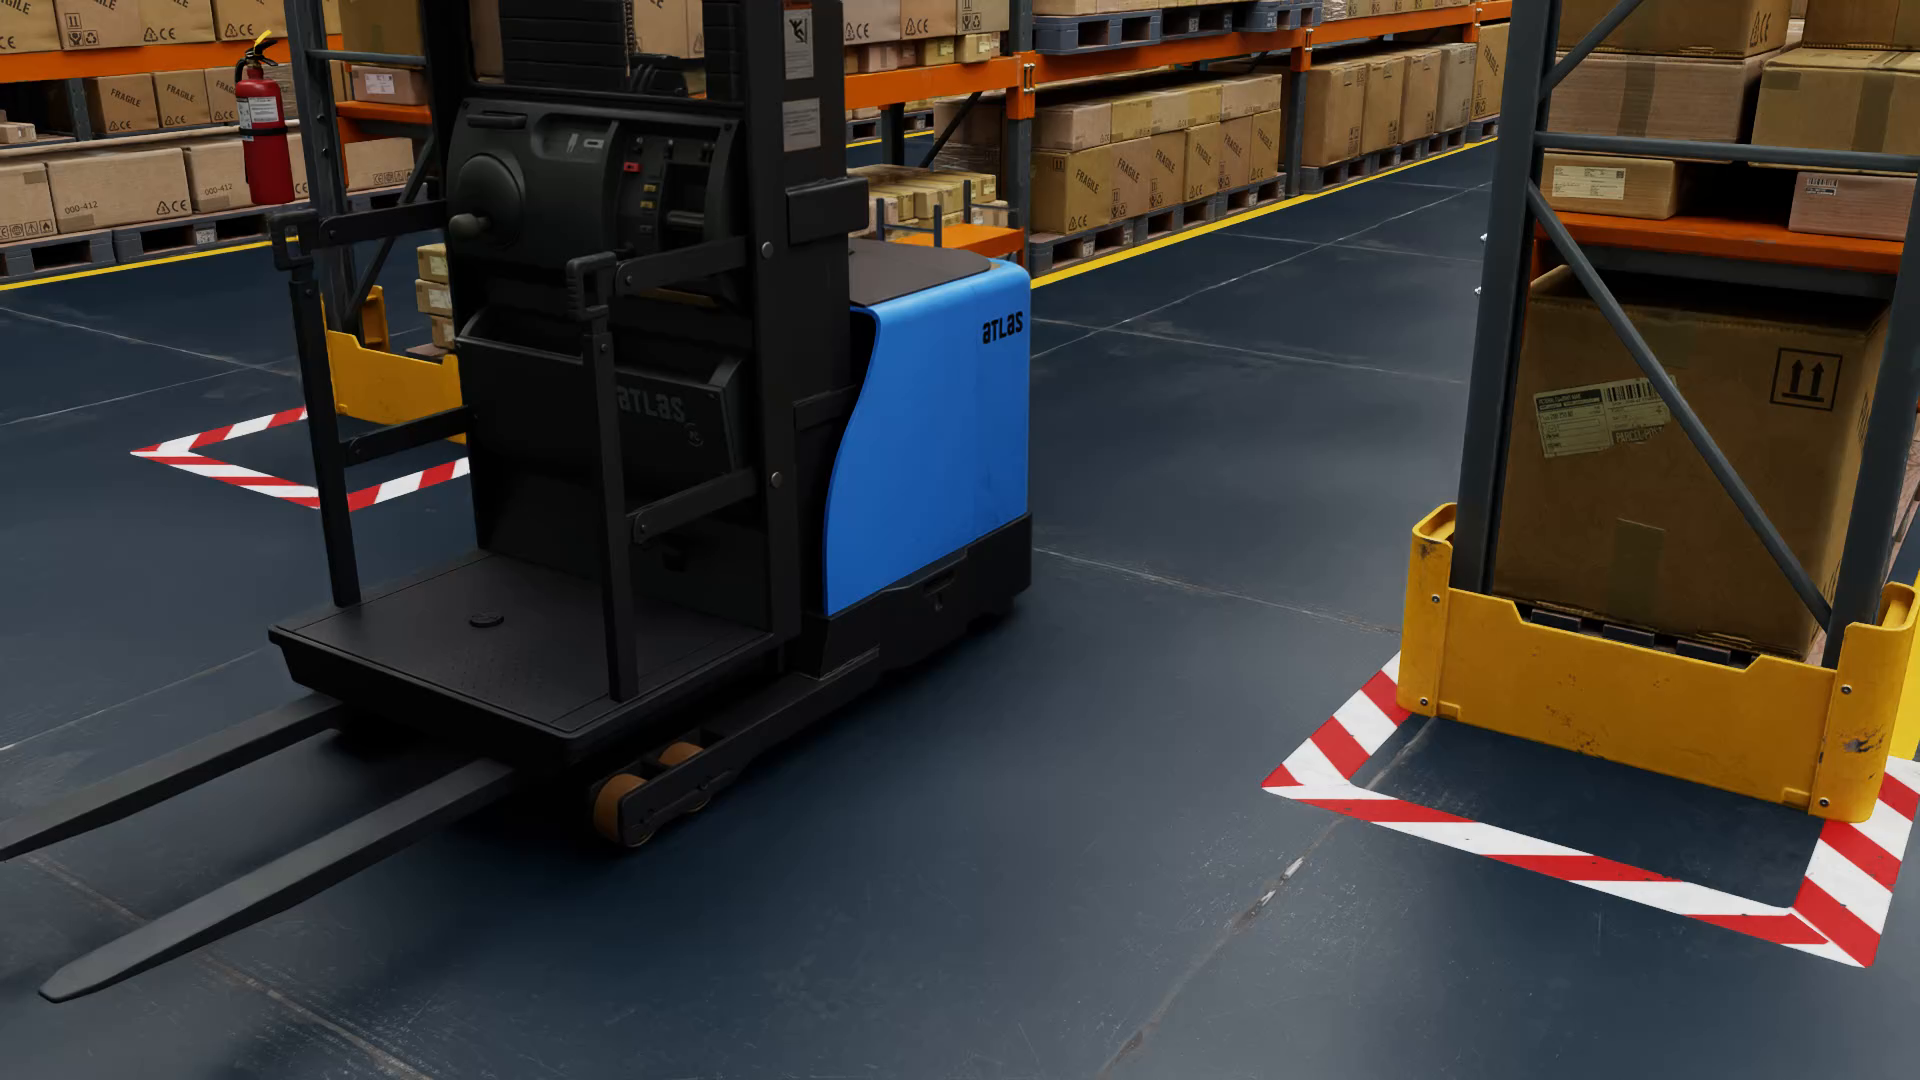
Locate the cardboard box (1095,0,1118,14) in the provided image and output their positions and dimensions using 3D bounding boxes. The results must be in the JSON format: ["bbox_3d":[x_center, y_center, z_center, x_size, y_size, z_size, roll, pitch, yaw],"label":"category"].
[{"bbox_3d":[0.719,-3.222,9.909,0.380,0.149,0.250,14,24,33],"label":"cardboard box"}]

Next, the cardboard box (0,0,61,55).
[{"bbox_3d":[-5.665,-3.107,9.697,0.500,0.500,0.500,13,24,31],"label":"cardboard box"}]

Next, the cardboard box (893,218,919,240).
[{"bbox_3d":[-0.448,-1.673,9.039,0.380,0.149,0.250,14,24,32],"label":"cardboard box"}]

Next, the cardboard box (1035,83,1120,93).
[{"bbox_3d":[0.761,-2.978,11.408,0.500,0.250,0.500,12,23,29],"label":"cardboard box"}]

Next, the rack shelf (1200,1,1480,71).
[{"bbox_3d":[3.339,-4.423,14.436,1.077,0.370,4.000,13,24,32],"label":"rack shelf"}]

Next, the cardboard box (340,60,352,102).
[{"bbox_3d":[-6.393,-4.810,17.442,0.500,0.500,0.500,13,24,31],"label":"cardboard box"}]

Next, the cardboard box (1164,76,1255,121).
[{"bbox_3d":[1.772,-3.169,11.925,0.500,0.250,0.500,14,24,33],"label":"cardboard box"}]

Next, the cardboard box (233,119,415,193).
[{"bbox_3d":[-4.626,-2.812,12.130,0.875,0.438,0.875,13,24,31],"label":"cardboard box"}]

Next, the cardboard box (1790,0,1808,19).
[{"bbox_3d":[2.959,-2.086,5.788,0.500,0.500,0.500,12,24,30],"label":"cardboard box"}]

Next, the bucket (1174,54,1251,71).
[{"bbox_3d":[2.633,-5.001,17.488,0.620,0.611,0.726,-24,30,-29],"label":"bucket"}]

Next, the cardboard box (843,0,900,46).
[{"bbox_3d":[-0.646,-2.740,8.277,0.500,0.500,0.500,13,24,32],"label":"cardboard box"}]

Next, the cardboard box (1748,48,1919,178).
[{"bbox_3d":[2.256,-1.049,4.066,0.500,0.250,0.500,13,24,30],"label":"cardboard box"}]

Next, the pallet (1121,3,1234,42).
[{"bbox_3d":[1.136,-3.521,11.236,1.003,0.211,1.213,13,24,32],"label":"pallet"}]

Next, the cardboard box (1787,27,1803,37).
[{"bbox_3d":[2.387,-1.447,5.140,0.500,0.250,0.500,12,24,30],"label":"cardboard box"}]

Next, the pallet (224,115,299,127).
[{"bbox_3d":[-7.181,-4.227,16.888,1.003,0.211,1.213,13,24,32],"label":"pallet"}]

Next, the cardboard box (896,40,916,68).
[{"bbox_3d":[-0.457,-2.573,8.759,0.380,0.149,0.250,13,24,30],"label":"cardboard box"}]

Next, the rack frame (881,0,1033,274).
[{"bbox_3d":[-0.034,-3.039,9.657,1.000,3.000,0.127,13,24,32],"label":"rack frame"}]

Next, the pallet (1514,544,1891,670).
[{"bbox_3d":[2.148,0.168,5.007,1.003,0.211,1.213,13,24,32],"label":"pallet"}]

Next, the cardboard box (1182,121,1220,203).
[{"bbox_3d":[1.482,-2.668,11.653,0.500,0.500,0.500,12,23,29],"label":"cardboard box"}]

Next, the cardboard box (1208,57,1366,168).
[{"bbox_3d":[2.631,-3.486,13.502,1.050,0.750,0.750,13,24,31],"label":"cardboard box"}]

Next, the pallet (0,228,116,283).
[{"bbox_3d":[-6.048,-1.765,10.231,1.003,0.211,1.213,13,24,32],"label":"pallet"}]

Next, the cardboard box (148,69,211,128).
[{"bbox_3d":[-7.543,-4.217,15.839,0.500,0.500,0.500,13,24,31],"label":"cardboard box"}]

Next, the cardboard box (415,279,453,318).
[{"bbox_3d":[-2.222,-1.098,7.485,0.380,0.149,0.250,13,24,30],"label":"cardboard box"}]

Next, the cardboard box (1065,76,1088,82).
[{"bbox_3d":[1.158,-5.450,19.534,0.500,0.250,0.500,15,25,35],"label":"cardboard box"}]

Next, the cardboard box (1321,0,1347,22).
[{"bbox_3d":[2.690,-4.310,12.949,0.500,0.500,0.500,14,24,32],"label":"cardboard box"}]

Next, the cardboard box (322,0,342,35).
[{"bbox_3d":[-4.519,-3.691,11.275,0.500,0.500,0.500,13,24,31],"label":"cardboard box"}]

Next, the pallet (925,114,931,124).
[{"bbox_3d":[-0.124,-4.739,18.273,1.003,0.211,1.213,13,24,32],"label":"pallet"}]

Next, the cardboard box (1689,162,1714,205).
[{"bbox_3d":[1.835,-1.019,4.557,0.380,0.149,0.250,14,24,32],"label":"cardboard box"}]

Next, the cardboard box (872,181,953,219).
[{"bbox_3d":[-0.264,-1.871,9.147,0.380,0.149,0.250,13,24,31],"label":"cardboard box"}]

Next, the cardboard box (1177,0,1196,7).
[{"bbox_3d":[1.298,-3.517,10.707,0.380,0.149,0.250,13,24,31],"label":"cardboard box"}]

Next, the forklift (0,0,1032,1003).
[{"bbox_3d":[-1.020,-0.853,3.845,1.130,2.935,3.031,13,24,32],"label":"forklift"}]

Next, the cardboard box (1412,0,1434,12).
[{"bbox_3d":[3.823,-4.890,14.516,0.500,0.500,0.500,14,24,32],"label":"cardboard box"}]

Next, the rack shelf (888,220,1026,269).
[{"bbox_3d":[-0.022,-0.920,5.391,0.258,0.148,0.480,13,24,32],"label":"rack shelf"}]

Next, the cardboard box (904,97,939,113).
[{"bbox_3d":[-0.771,-4.678,17.269,0.950,0.372,0.625,14,25,34],"label":"cardboard box"}]

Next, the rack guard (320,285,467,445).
[{"bbox_3d":[-2.240,-0.741,7.047,1.175,0.500,0.348,13,24,32],"label":"rack guard"}]

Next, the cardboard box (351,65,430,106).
[{"bbox_3d":[-2.333,-1.922,7.000,0.380,0.149,0.250,13,24,32],"label":"cardboard box"}]

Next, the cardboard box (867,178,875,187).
[{"bbox_3d":[-0.704,-1.970,9.413,0.380,0.149,0.250,13,24,31],"label":"cardboard box"}]

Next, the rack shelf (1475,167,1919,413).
[{"bbox_3d":[2.887,-1.132,5.537,1.077,0.370,4.000,13,24,32],"label":"rack shelf"}]

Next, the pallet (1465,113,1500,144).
[{"bbox_3d":[4.955,-4.230,16.895,1.003,0.211,1.213,13,24,32],"label":"pallet"}]

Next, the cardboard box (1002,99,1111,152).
[{"bbox_3d":[0.600,-2.576,10.322,0.500,0.250,0.500,12,23,29],"label":"cardboard box"}]

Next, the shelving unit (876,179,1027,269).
[{"bbox_3d":[-0.022,-0.552,5.527,0.258,1.200,0.503,13,24,32],"label":"shelving unit"}]

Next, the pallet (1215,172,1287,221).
[{"bbox_3d":[1.774,-2.655,12.639,1.003,0.211,1.213,13,24,32],"label":"pallet"}]

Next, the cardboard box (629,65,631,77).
[{"bbox_3d":[-1.525,-1.951,7.076,0.380,0.149,0.250,12,24,30],"label":"cardboard box"}]
